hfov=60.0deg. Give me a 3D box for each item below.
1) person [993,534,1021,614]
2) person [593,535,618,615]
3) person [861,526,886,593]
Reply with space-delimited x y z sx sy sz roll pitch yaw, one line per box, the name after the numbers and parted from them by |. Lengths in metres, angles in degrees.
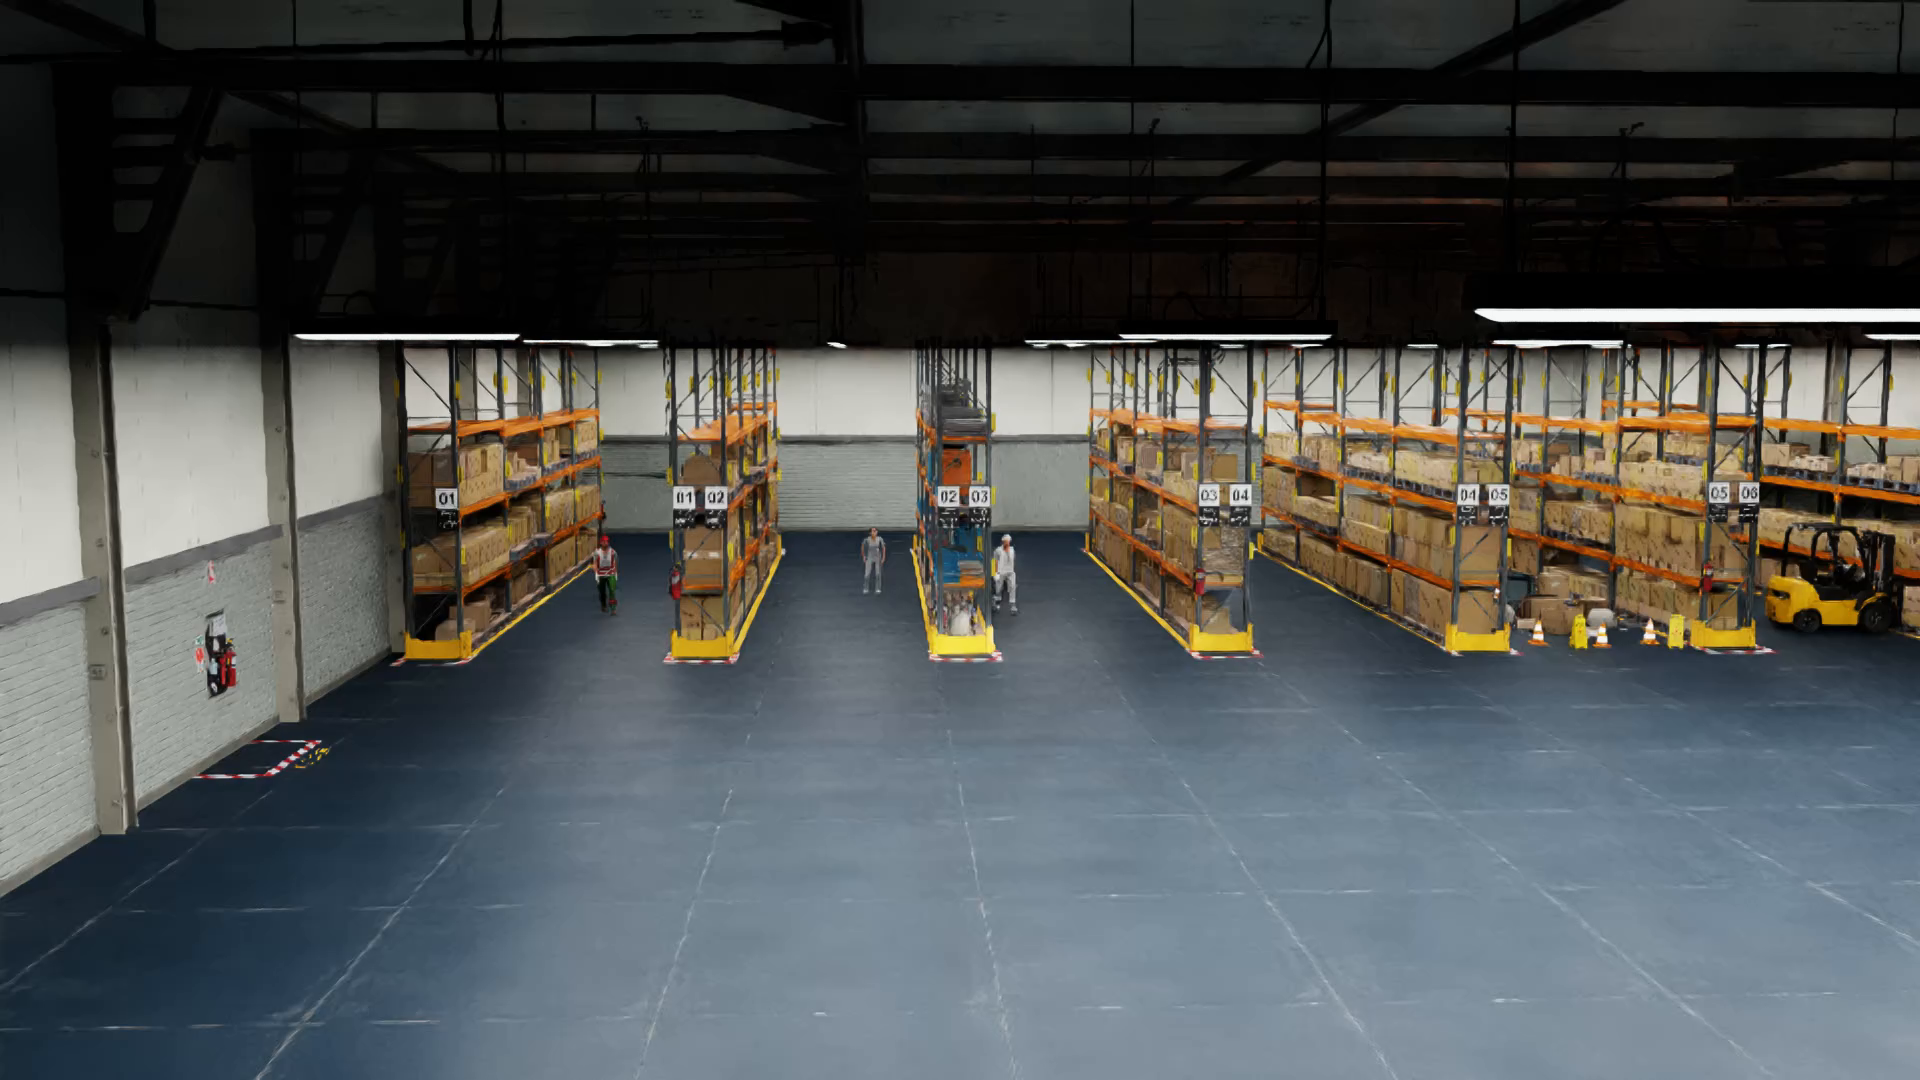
0.988 0.735 36.323 0.581 1.767 0.875 -2 7 -20 | person
-7.706 0.751 36.147 0.528 1.728 1.032 -1 7 -11 | person
-2.048 0.466 39.307 0.580 1.619 0.507 -1 7 -5 | person
